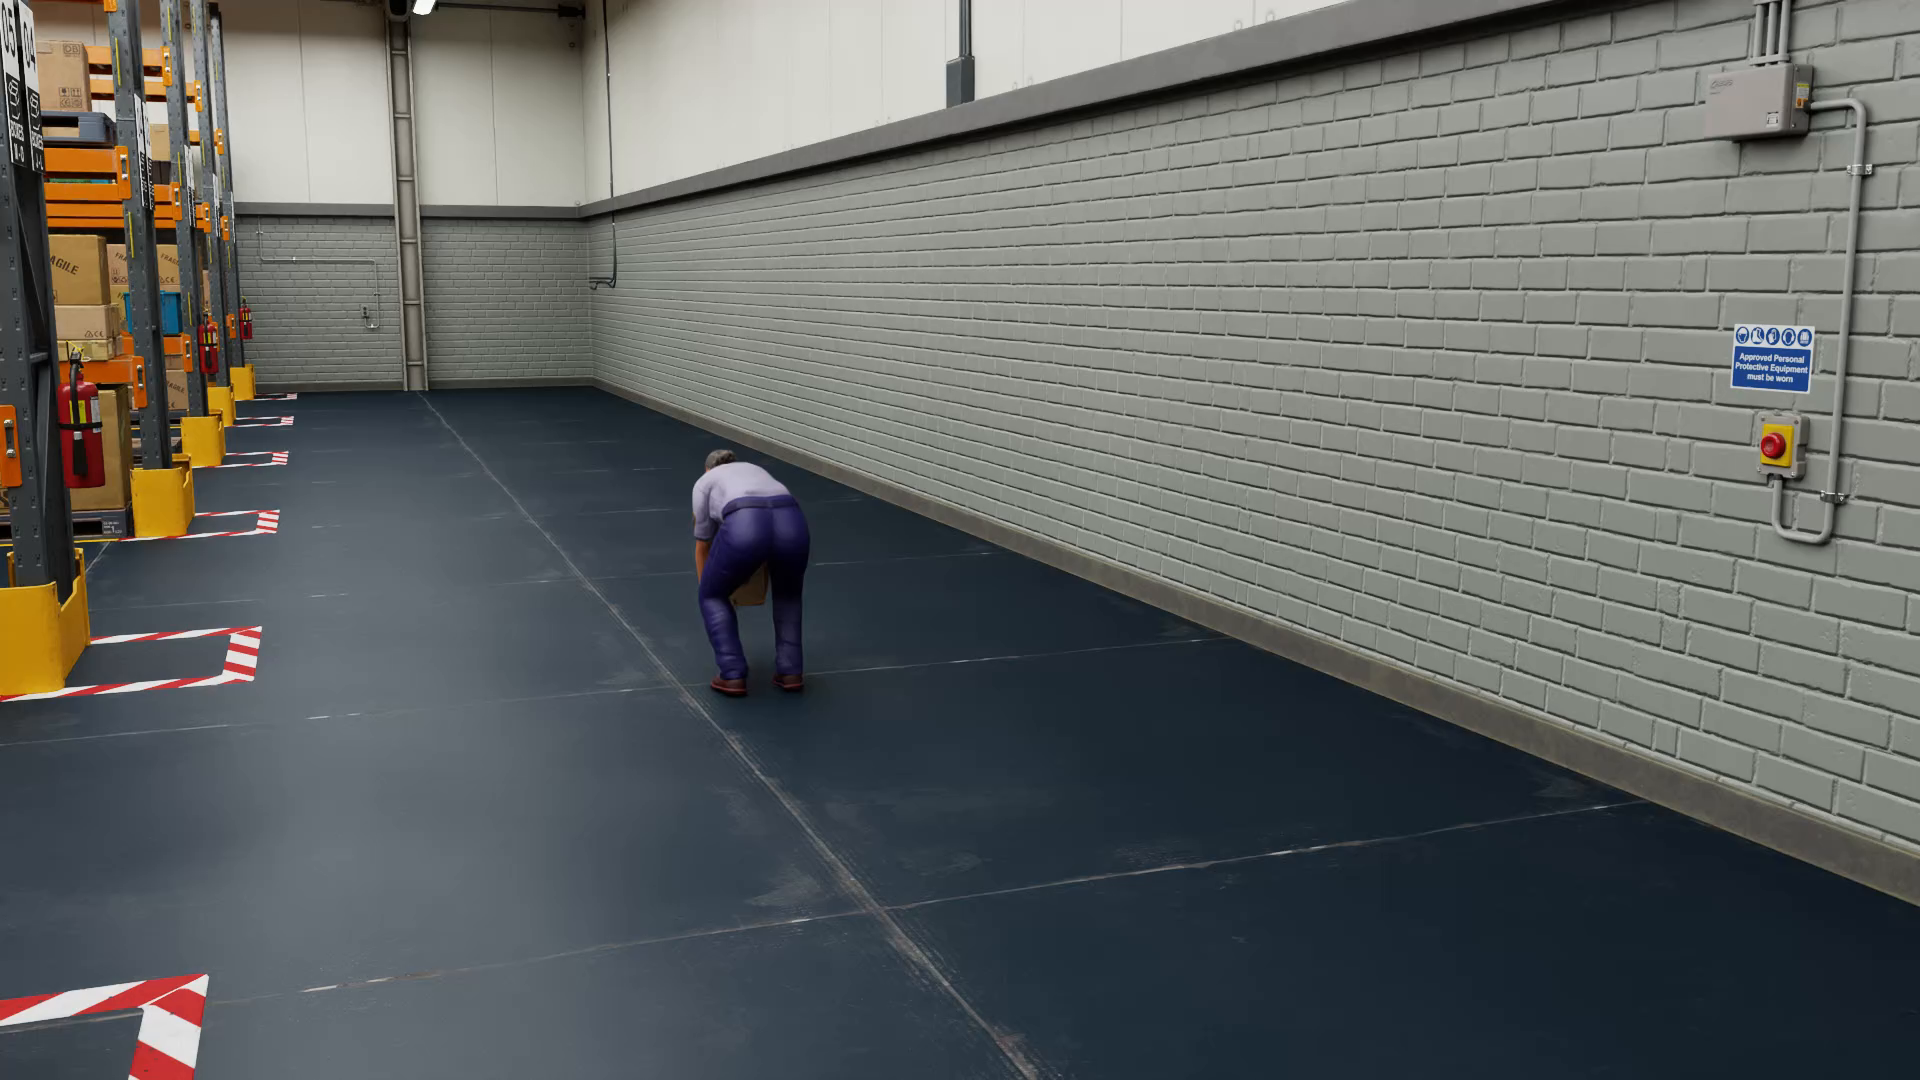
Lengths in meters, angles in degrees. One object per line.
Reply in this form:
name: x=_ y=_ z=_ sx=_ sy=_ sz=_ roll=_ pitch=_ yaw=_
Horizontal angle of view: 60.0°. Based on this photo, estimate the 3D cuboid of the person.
person: x=-1.006 y=0.139 z=7.850 sx=0.502 sy=1.085 sz=0.885 roll=-4 pitch=10 yaw=-23
